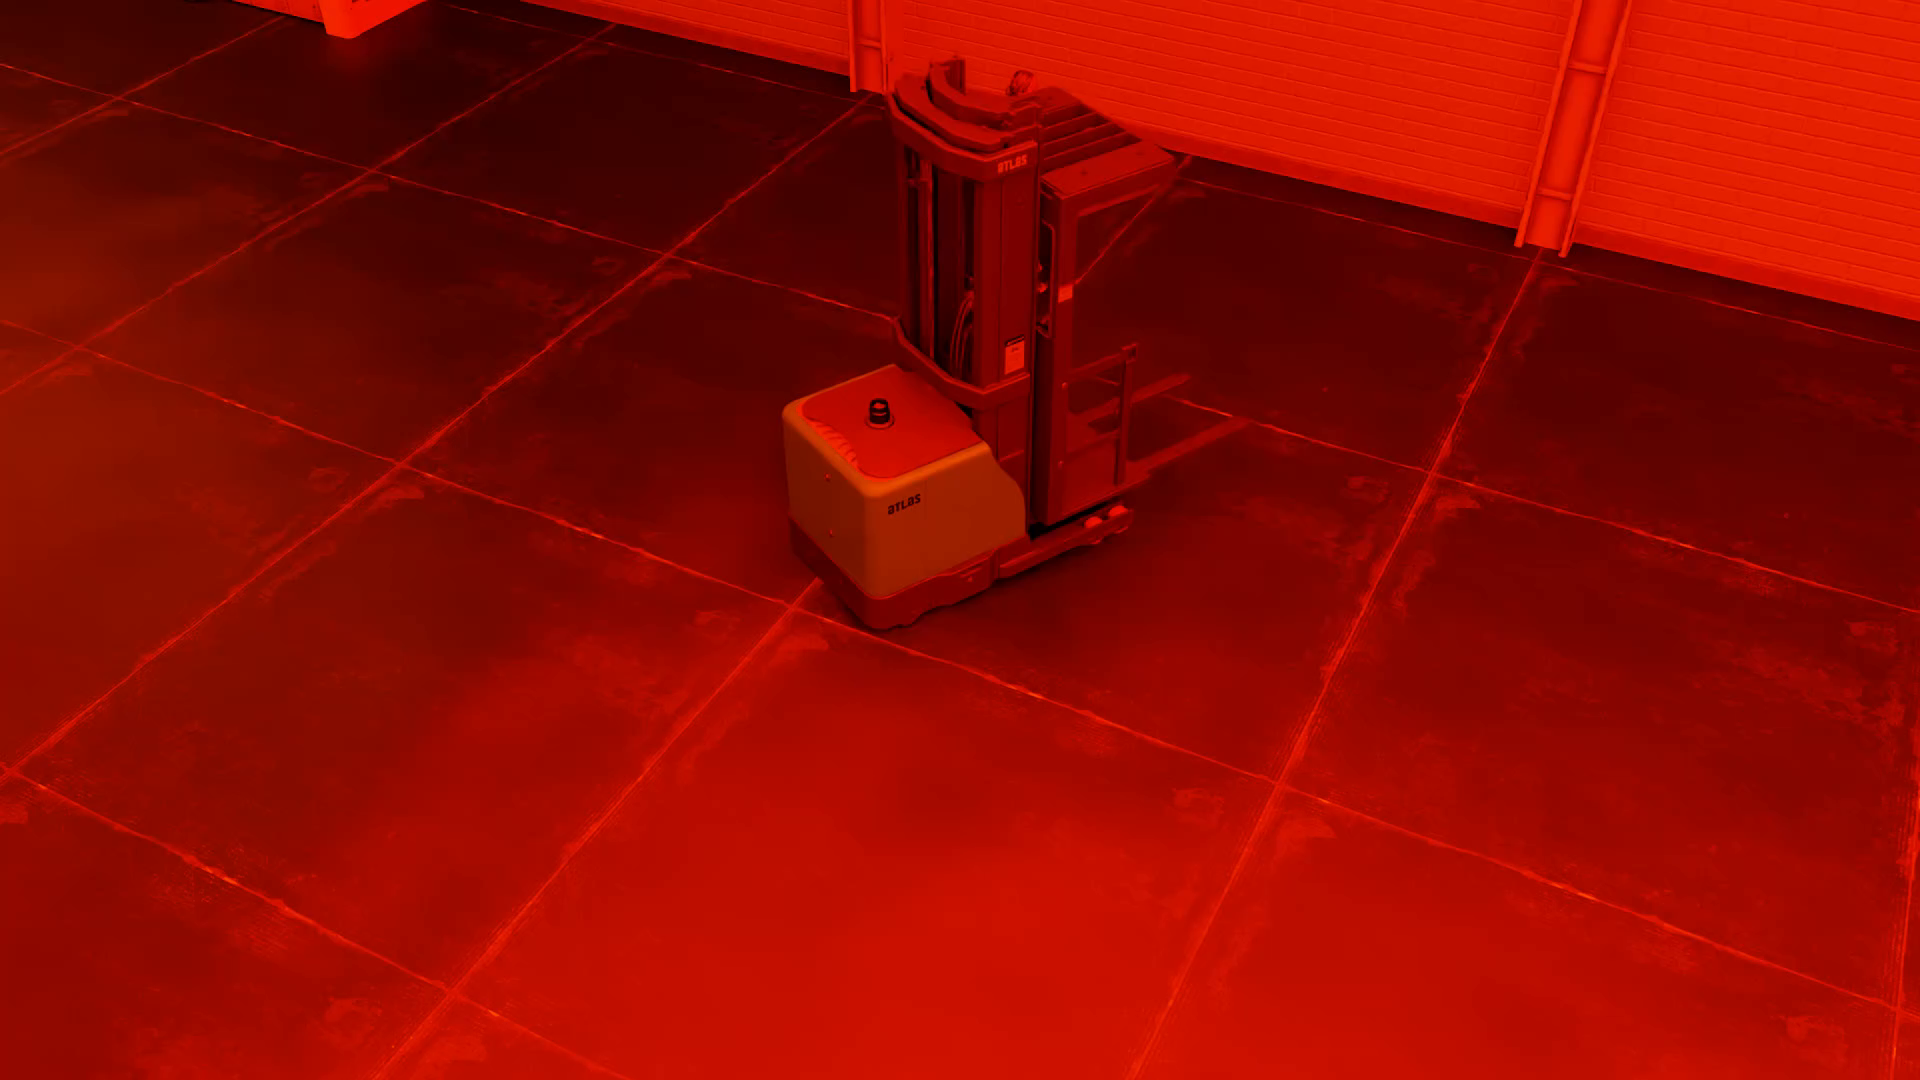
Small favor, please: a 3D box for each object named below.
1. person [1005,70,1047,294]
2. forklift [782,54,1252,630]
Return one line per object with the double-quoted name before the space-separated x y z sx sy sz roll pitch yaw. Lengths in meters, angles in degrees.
"person" 0.483 -2.618 12.087 0.339 1.660 0.451 -1 40 -1
"forklift" 0.467 -1.354 9.594 3.031 2.935 1.130 -24 46 -26
